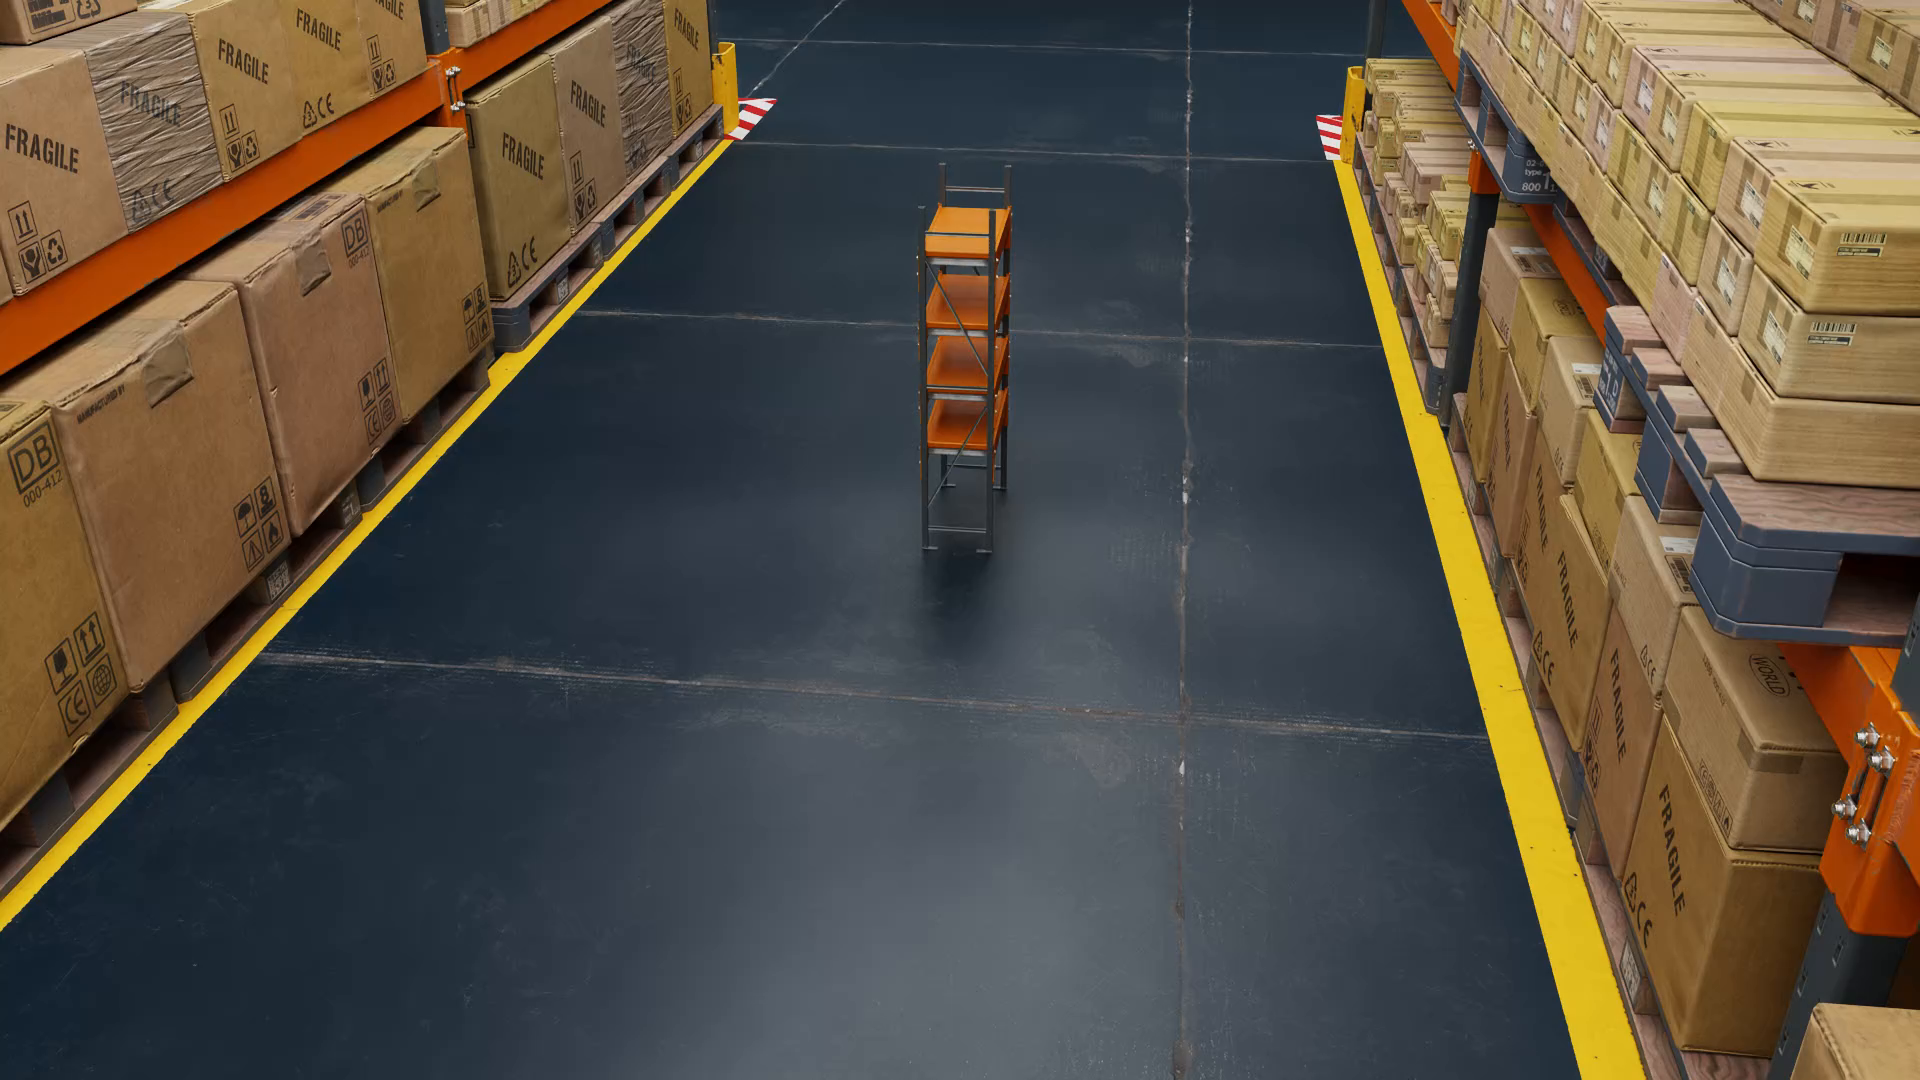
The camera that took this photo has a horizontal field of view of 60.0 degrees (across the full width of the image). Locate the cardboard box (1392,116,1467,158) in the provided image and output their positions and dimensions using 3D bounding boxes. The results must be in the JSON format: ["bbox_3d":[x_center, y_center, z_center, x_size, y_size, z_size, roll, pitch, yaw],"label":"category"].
[{"bbox_3d":[2.347,-1.984,8.207,0.380,0.149,0.250,4,29,7],"label":"cardboard box"}]

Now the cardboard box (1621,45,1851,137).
[{"bbox_3d":[1.645,-0.948,3.543,0.380,0.149,0.250,3,28,6],"label":"cardboard box"}]

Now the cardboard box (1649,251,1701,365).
[{"bbox_3d":[1.578,-0.446,3.237,0.380,0.149,0.250,4,29,7],"label":"cardboard box"}]

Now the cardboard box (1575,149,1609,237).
[{"bbox_3d":[1.677,-0.811,3.915,0.380,0.149,0.250,4,29,8],"label":"cardboard box"}]

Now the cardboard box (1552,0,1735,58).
[{"bbox_3d":[1.738,-1.326,4.244,0.380,0.149,0.250,4,29,8],"label":"cardboard box"}]

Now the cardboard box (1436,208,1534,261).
[{"bbox_3d":[2.177,-1.254,6.851,0.380,0.149,0.250,4,29,7],"label":"cardboard box"}]

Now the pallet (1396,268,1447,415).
[{"bbox_3d":[2.447,-0.848,7.101,1.003,0.211,1.213,3,28,6],"label":"pallet"}]

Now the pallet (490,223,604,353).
[{"bbox_3d":[-2.339,-1.219,7.790,1.003,0.211,1.213,3,28,6],"label":"pallet"}]

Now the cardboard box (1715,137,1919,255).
[{"bbox_3d":[1.548,-0.586,2.870,0.380,0.149,0.250,3,28,6],"label":"cardboard box"}]

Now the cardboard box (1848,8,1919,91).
[{"bbox_3d":[2.353,-1.153,3.922,0.380,0.149,0.250,3,28,5],"label":"cardboard box"}]

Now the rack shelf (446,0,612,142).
[{"bbox_3d":[-2.265,-2.718,8.391,1.077,0.370,4.000,3,28,6],"label":"rack shelf"}]

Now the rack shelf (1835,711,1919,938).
[{"bbox_3d":[1.665,1.384,0.778,1.077,0.370,4.000,3,28,6],"label":"rack shelf"}]

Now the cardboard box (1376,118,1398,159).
[{"bbox_3d":[2.401,-2.109,8.751,0.380,0.149,0.250,4,29,8],"label":"cardboard box"}]

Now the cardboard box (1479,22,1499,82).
[{"bbox_3d":[1.867,-1.542,5.272,0.380,0.149,0.250,4,29,7],"label":"cardboard box"}]

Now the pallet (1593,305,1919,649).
[{"bbox_3d":[1.892,-0.132,3.034,1.213,0.211,1.003,3,28,6],"label":"pallet"}]

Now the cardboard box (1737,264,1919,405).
[{"bbox_3d":[1.519,-0.339,2.725,0.380,0.149,0.250,4,29,7],"label":"cardboard box"}]

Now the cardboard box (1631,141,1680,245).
[{"bbox_3d":[1.611,-0.706,3.407,0.380,0.149,0.250,3,29,6],"label":"cardboard box"}]

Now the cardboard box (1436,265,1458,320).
[{"bbox_3d":[2.123,-0.985,6.665,0.380,0.149,0.250,4,29,7],"label":"cardboard box"}]

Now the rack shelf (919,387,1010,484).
[{"bbox_3d":[0.020,-0.372,5.736,0.258,0.148,0.480,3,28,6],"label":"rack shelf"}]

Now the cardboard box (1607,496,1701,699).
[{"bbox_3d":[1.785,0.135,3.738,0.500,0.250,0.500,4,29,7],"label":"cardboard box"}]

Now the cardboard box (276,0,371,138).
[{"bbox_3d":[-2.364,-1.669,5.579,0.500,0.500,0.500,4,29,8],"label":"cardboard box"}]

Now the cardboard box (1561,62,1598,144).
[{"bbox_3d":[1.706,-1.068,4.077,0.380,0.149,0.250,3,28,5],"label":"cardboard box"}]

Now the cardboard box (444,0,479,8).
[{"bbox_3d":[-2.192,-2.364,6.820,0.500,0.250,0.500,3,28,5],"label":"cardboard box"}]

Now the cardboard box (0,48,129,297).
[{"bbox_3d":[-2.550,-0.952,4.248,0.500,0.500,0.500,3,28,5],"label":"cardboard box"}]

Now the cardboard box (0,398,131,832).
[{"bbox_3d":[-2.895,0.217,3.983,1.225,0.875,0.875,2,28,4],"label":"cardboard box"}]

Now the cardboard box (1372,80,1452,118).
[{"bbox_3d":[2.417,-2.357,8.898,0.380,0.149,0.250,3,28,6],"label":"cardboard box"}]

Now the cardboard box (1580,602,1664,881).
[{"bbox_3d":[1.799,0.472,3.904,0.500,0.500,0.500,4,29,8],"label":"cardboard box"}]

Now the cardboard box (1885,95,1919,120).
[{"bbox_3d":[2.325,-0.902,3.770,0.380,0.149,0.250,3,28,6],"label":"cardboard box"}]

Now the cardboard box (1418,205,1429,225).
[{"bbox_3d":[2.299,-1.474,7.572,0.380,0.149,0.250,4,29,7],"label":"cardboard box"}]

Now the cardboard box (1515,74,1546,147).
[{"bbox_3d":[1.770,-1.187,4.612,0.380,0.149,0.250,2,28,4],"label":"cardboard box"}]

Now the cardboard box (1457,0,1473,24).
[{"bbox_3d":[2.179,-2.176,6.208,0.500,0.500,0.500,3,28,6],"label":"cardboard box"}]

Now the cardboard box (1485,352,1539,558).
[{"bbox_3d":[1.983,-0.260,5.263,0.500,0.500,0.500,5,29,8],"label":"cardboard box"}]

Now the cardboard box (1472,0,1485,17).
[{"bbox_3d":[1.896,-1.804,5.444,0.380,0.149,0.250,4,29,7],"label":"cardboard box"}]

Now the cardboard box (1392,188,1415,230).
[{"bbox_3d":[2.332,-1.613,8.145,0.380,0.149,0.250,3,28,6],"label":"cardboard box"}]

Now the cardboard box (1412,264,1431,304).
[{"bbox_3d":[2.193,-1.137,7.261,0.380,0.149,0.250,2,28,5],"label":"cardboard box"}]

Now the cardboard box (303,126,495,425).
[{"bbox_3d":[-2.569,-1.040,6.316,1.225,0.875,0.875,3,29,6],"label":"cardboard box"}]

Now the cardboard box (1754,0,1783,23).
[{"bbox_3d":[2.447,-1.522,4.607,0.380,0.149,0.250,3,28,6],"label":"cardboard box"}]

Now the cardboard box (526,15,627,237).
[{"bbox_3d":[-2.239,-2.072,8.231,0.875,0.875,0.875,3,28,6],"label":"cardboard box"}]

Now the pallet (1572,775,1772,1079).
[{"bbox_3d":[2.007,0.985,3.698,1.003,0.211,1.213,3,28,6],"label":"pallet"}]

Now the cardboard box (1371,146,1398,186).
[{"bbox_3d":[2.394,-1.983,8.831,0.380,0.149,0.250,4,29,7],"label":"cardboard box"}]

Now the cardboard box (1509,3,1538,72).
[{"bbox_3d":[1.803,-1.438,4.765,0.380,0.149,0.250,2,28,4],"label":"cardboard box"}]

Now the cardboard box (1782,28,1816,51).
[{"bbox_3d":[2.421,-1.272,4.456,0.380,0.149,0.250,2,28,4],"label":"cardboard box"}]

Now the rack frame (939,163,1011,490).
[{"bbox_3d":[0.050,-0.721,5.823,0.240,1.200,0.015,3,28,6],"label":"rack frame"}]

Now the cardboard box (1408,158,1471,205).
[{"bbox_3d":[2.252,-1.622,7.534,0.380,0.149,0.250,2,28,4],"label":"cardboard box"}]

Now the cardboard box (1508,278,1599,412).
[{"bbox_3d":[1.985,-0.589,5.082,0.500,0.250,0.500,4,29,8],"label":"cardboard box"}]

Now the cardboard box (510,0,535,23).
[{"bbox_3d":[-2.080,-2.350,7.215,0.380,0.149,0.250,4,29,8],"label":"cardboard box"}]

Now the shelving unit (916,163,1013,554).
[{"bbox_3d":[0.020,-0.606,5.610,0.258,1.200,0.503,3,28,6],"label":"shelving unit"}]

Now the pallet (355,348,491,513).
[{"bbox_3d":[-2.530,-0.498,6.452,1.003,0.211,1.213,3,28,6],"label":"pallet"}]

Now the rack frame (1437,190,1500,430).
[{"bbox_3d":[2.400,-1.757,5.849,1.000,3.000,0.127,3,28,6],"label":"rack frame"}]

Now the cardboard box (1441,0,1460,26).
[{"bbox_3d":[2.278,-2.294,7.111,0.380,0.149,0.250,2,28,4],"label":"cardboard box"}]
